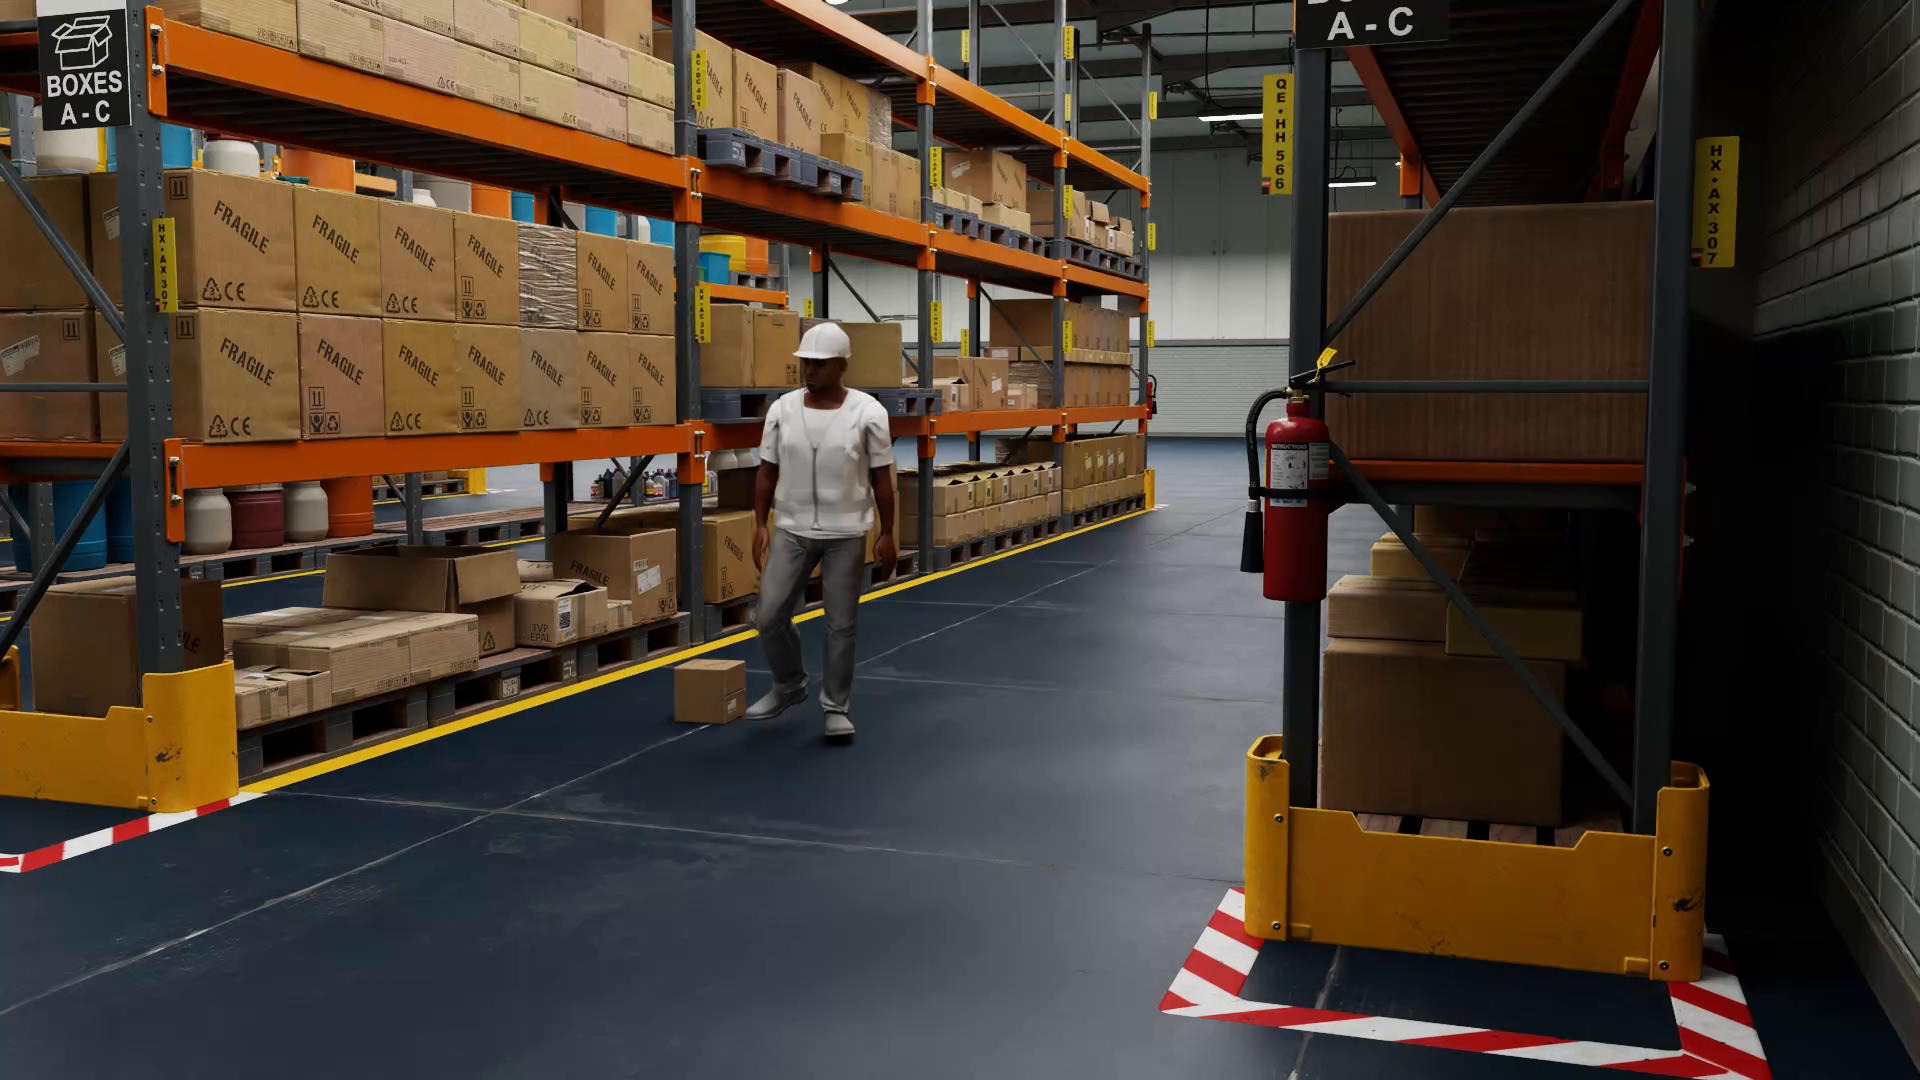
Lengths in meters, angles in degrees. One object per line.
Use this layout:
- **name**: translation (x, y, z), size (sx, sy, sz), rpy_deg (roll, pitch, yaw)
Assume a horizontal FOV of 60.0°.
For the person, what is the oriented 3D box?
- **person**: translation (-0.610, -0.035, 7.067), size (0.685, 1.751, 0.497), rpy_deg (1, 5, 7)
